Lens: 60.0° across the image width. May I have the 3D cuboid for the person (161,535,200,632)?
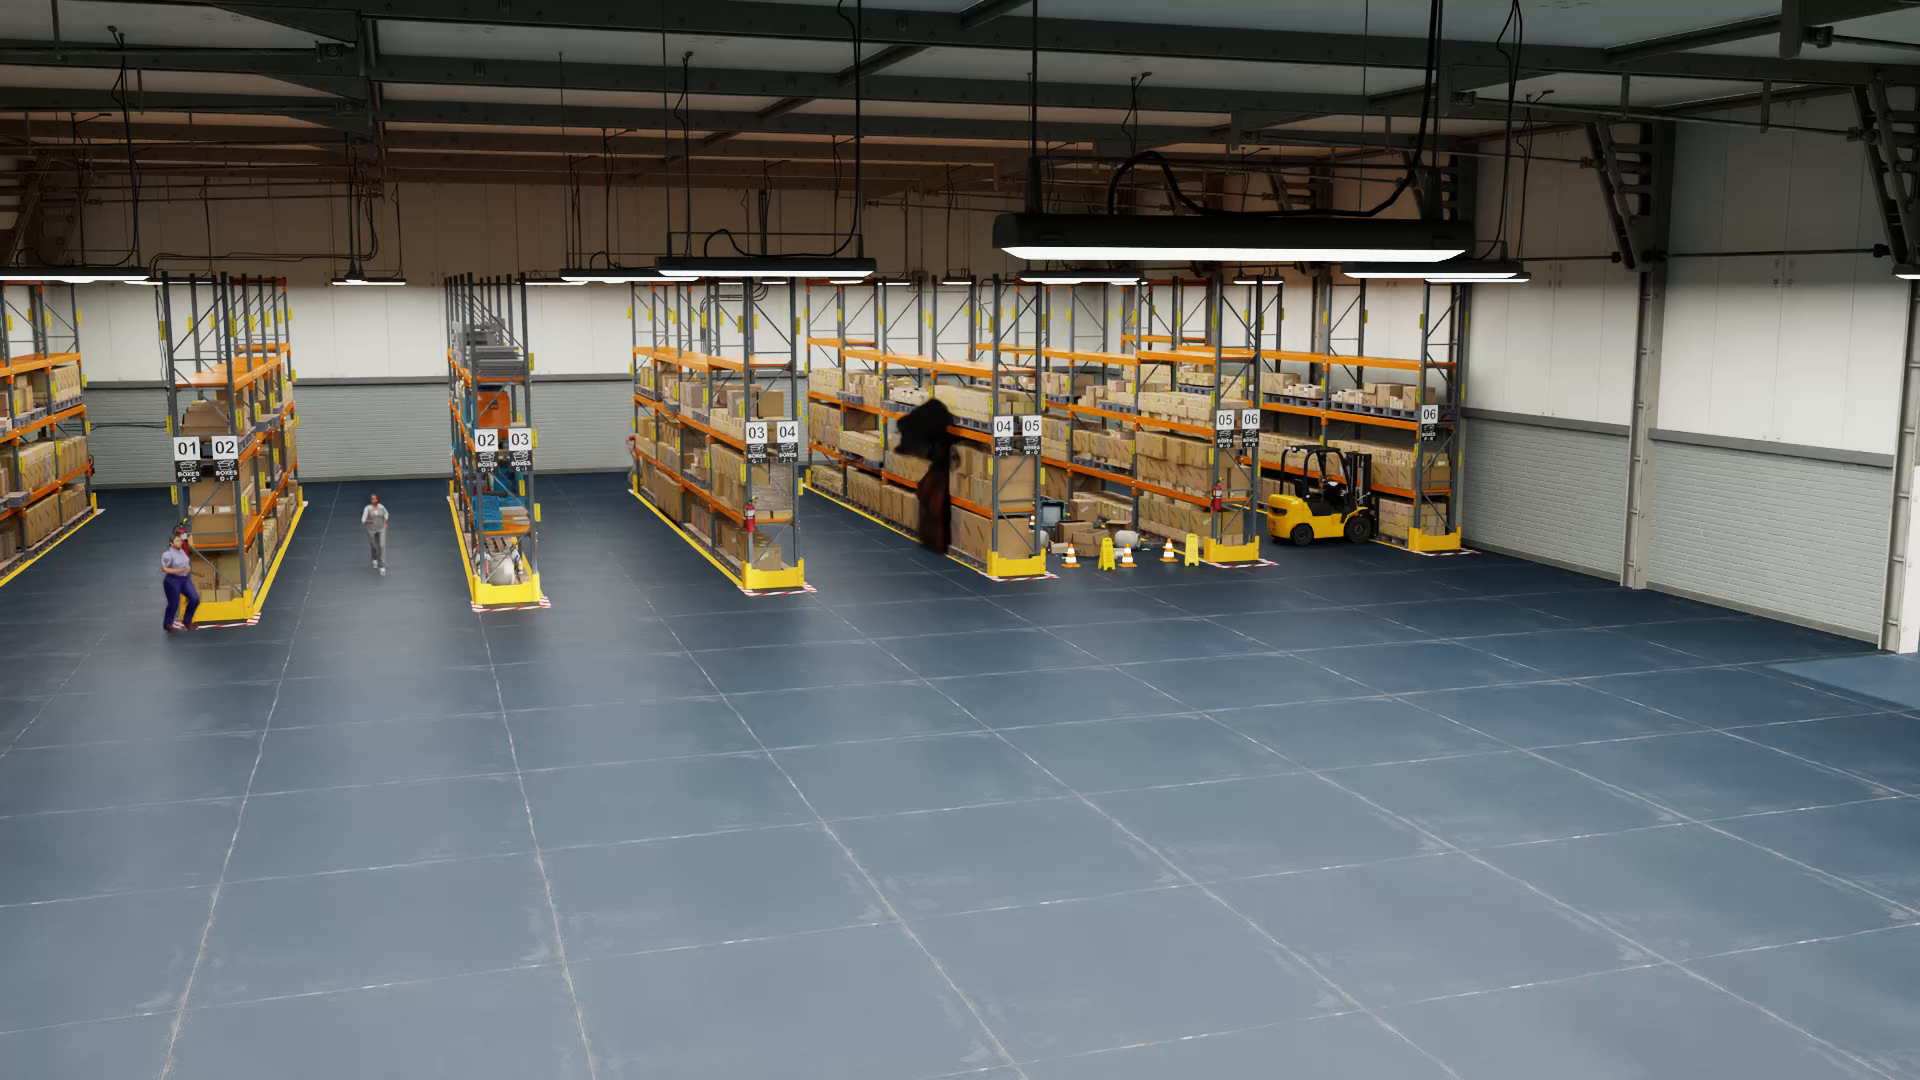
[{"bbox_3d":[-13.053,0.751,27.777,0.645,1.686,0.597,3,9,20],"label":"person"}]

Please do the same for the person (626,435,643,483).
[{"bbox_3d":[-9.394,-2.429,48.614,0.951,1.719,0.649,4,10,25],"label":"person"}]

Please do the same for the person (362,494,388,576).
[{"bbox_3d":[-11.815,-0.127,33.643,0.532,1.596,0.846,-4,9,-25],"label":"person"}]

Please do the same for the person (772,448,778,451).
[{"bbox_3d":[-5.295,-2.309,47.358,0.704,1.802,1.047,-2,9,-10],"label":"person"}]
